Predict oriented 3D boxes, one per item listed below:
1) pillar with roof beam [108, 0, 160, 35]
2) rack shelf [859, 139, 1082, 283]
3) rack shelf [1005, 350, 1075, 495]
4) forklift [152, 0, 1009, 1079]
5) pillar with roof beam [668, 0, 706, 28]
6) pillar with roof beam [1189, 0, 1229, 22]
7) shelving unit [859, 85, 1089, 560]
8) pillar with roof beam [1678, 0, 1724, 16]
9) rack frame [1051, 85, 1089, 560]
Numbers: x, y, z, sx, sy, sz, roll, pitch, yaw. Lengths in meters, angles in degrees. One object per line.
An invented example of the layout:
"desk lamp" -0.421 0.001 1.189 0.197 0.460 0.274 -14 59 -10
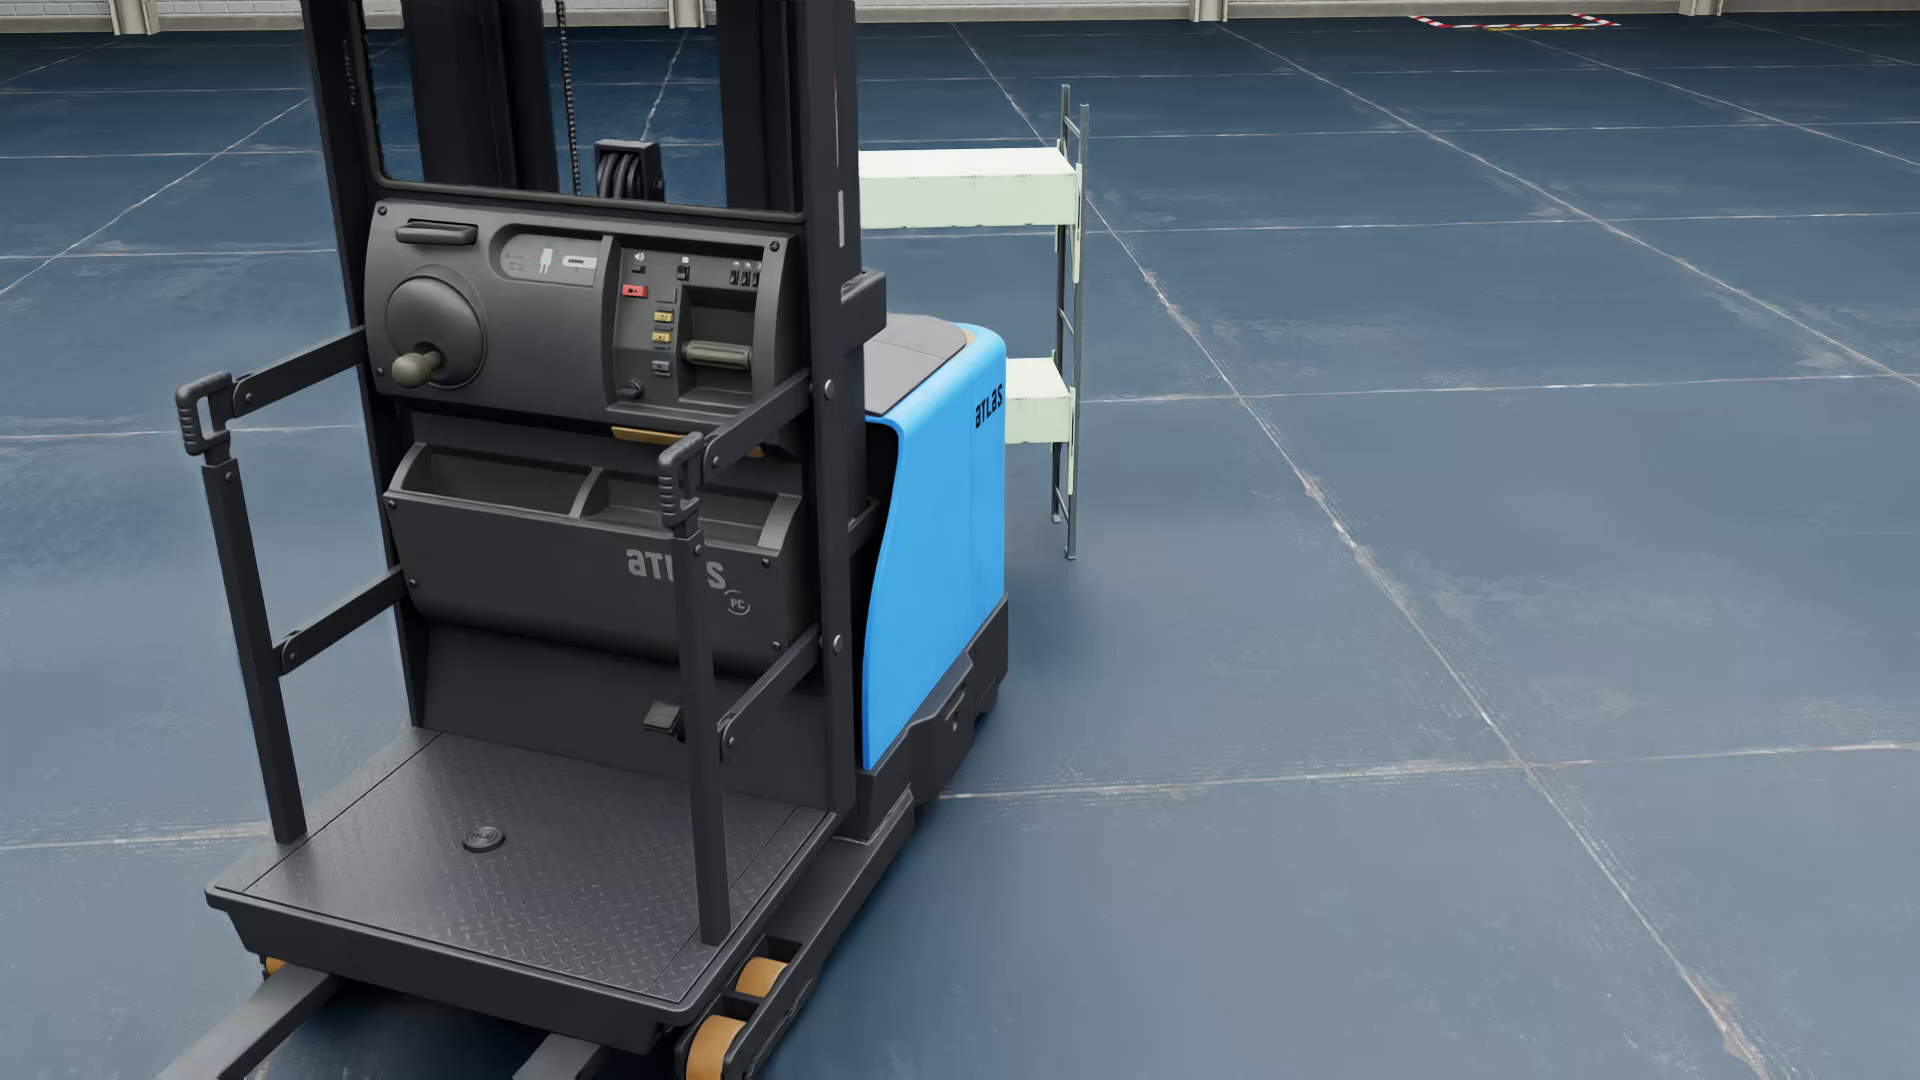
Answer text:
"pillar with roof beam" -8.630 -7.957 12.573 0.400 9.000 9.100 -2 24 -5
"rack shelf" -0.007 -1.042 5.286 0.720 0.370 0.431 -2 24 -5
"rack shelf" -0.007 -0.387 5.577 0.720 0.370 0.431 -2 24 -5
"forklift" -0.840 -0.424 3.095 1.130 2.935 3.031 8 25 18
"pillar with roof beam" -2.659 -8.197 13.112 0.400 9.000 9.100 -2 24 -5
"pillar with roof beam" 3.312 -8.436 13.651 0.400 9.000 9.100 -2 24 -5
"shelving unit" -0.007 -0.685 5.445 0.755 1.500 0.431 -2 24 -5
"pillar with roof beam" 9.283 -8.676 14.190 0.400 9.000 9.100 -2 24 -5
"rack frame" 0.358 -0.700 5.478 0.023 1.500 0.400 -2 24 -5
